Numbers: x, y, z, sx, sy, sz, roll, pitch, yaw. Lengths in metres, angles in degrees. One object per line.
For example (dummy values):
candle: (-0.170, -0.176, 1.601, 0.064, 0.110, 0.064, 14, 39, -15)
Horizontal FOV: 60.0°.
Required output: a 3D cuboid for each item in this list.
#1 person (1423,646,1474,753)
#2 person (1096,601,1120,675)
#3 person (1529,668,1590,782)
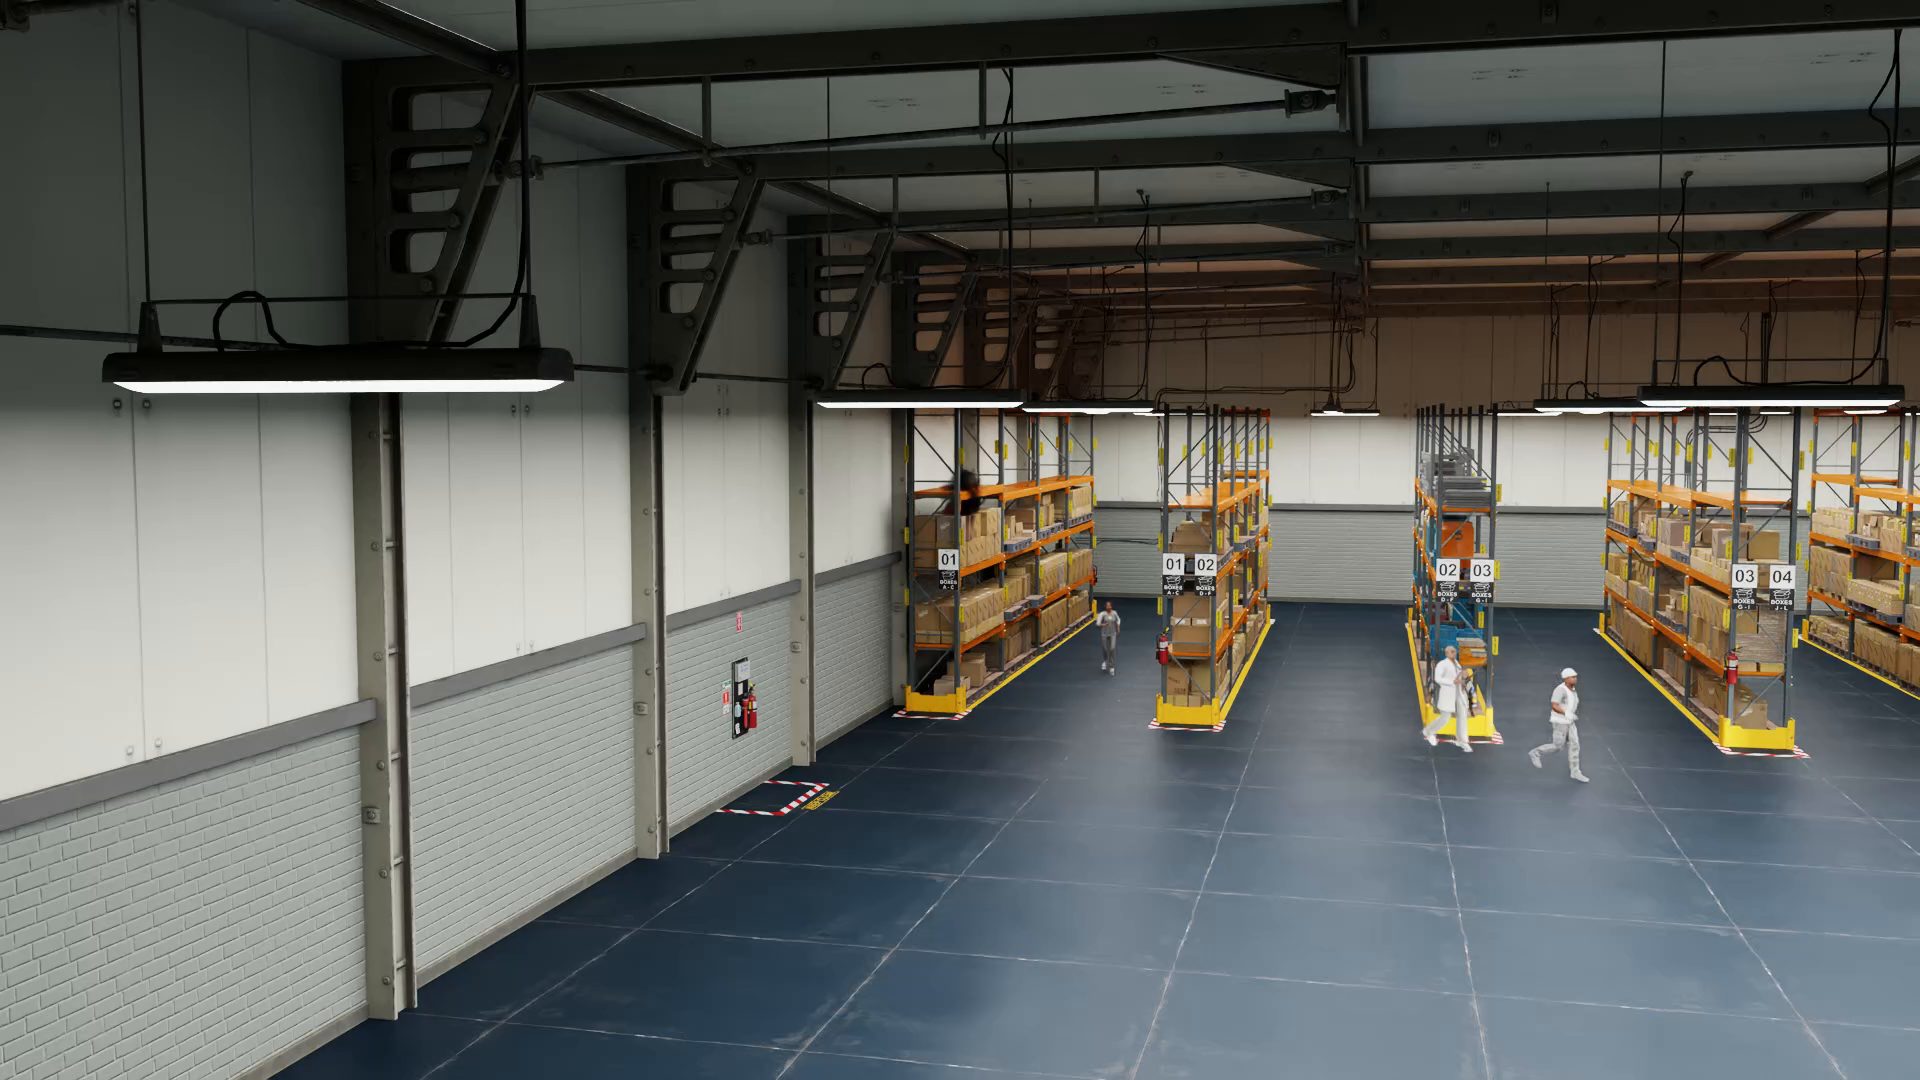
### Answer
person: (8.461, 2.732, 28.817, 0.724, 1.823, 0.940, -3, 5, -39)
person: (3.342, 2.179, 37.484, 0.565, 1.631, 0.764, 0, 4, -3)
person: (9.579, 2.914, 26.496, 0.994, 1.767, 0.706, 4, 5, 40)
